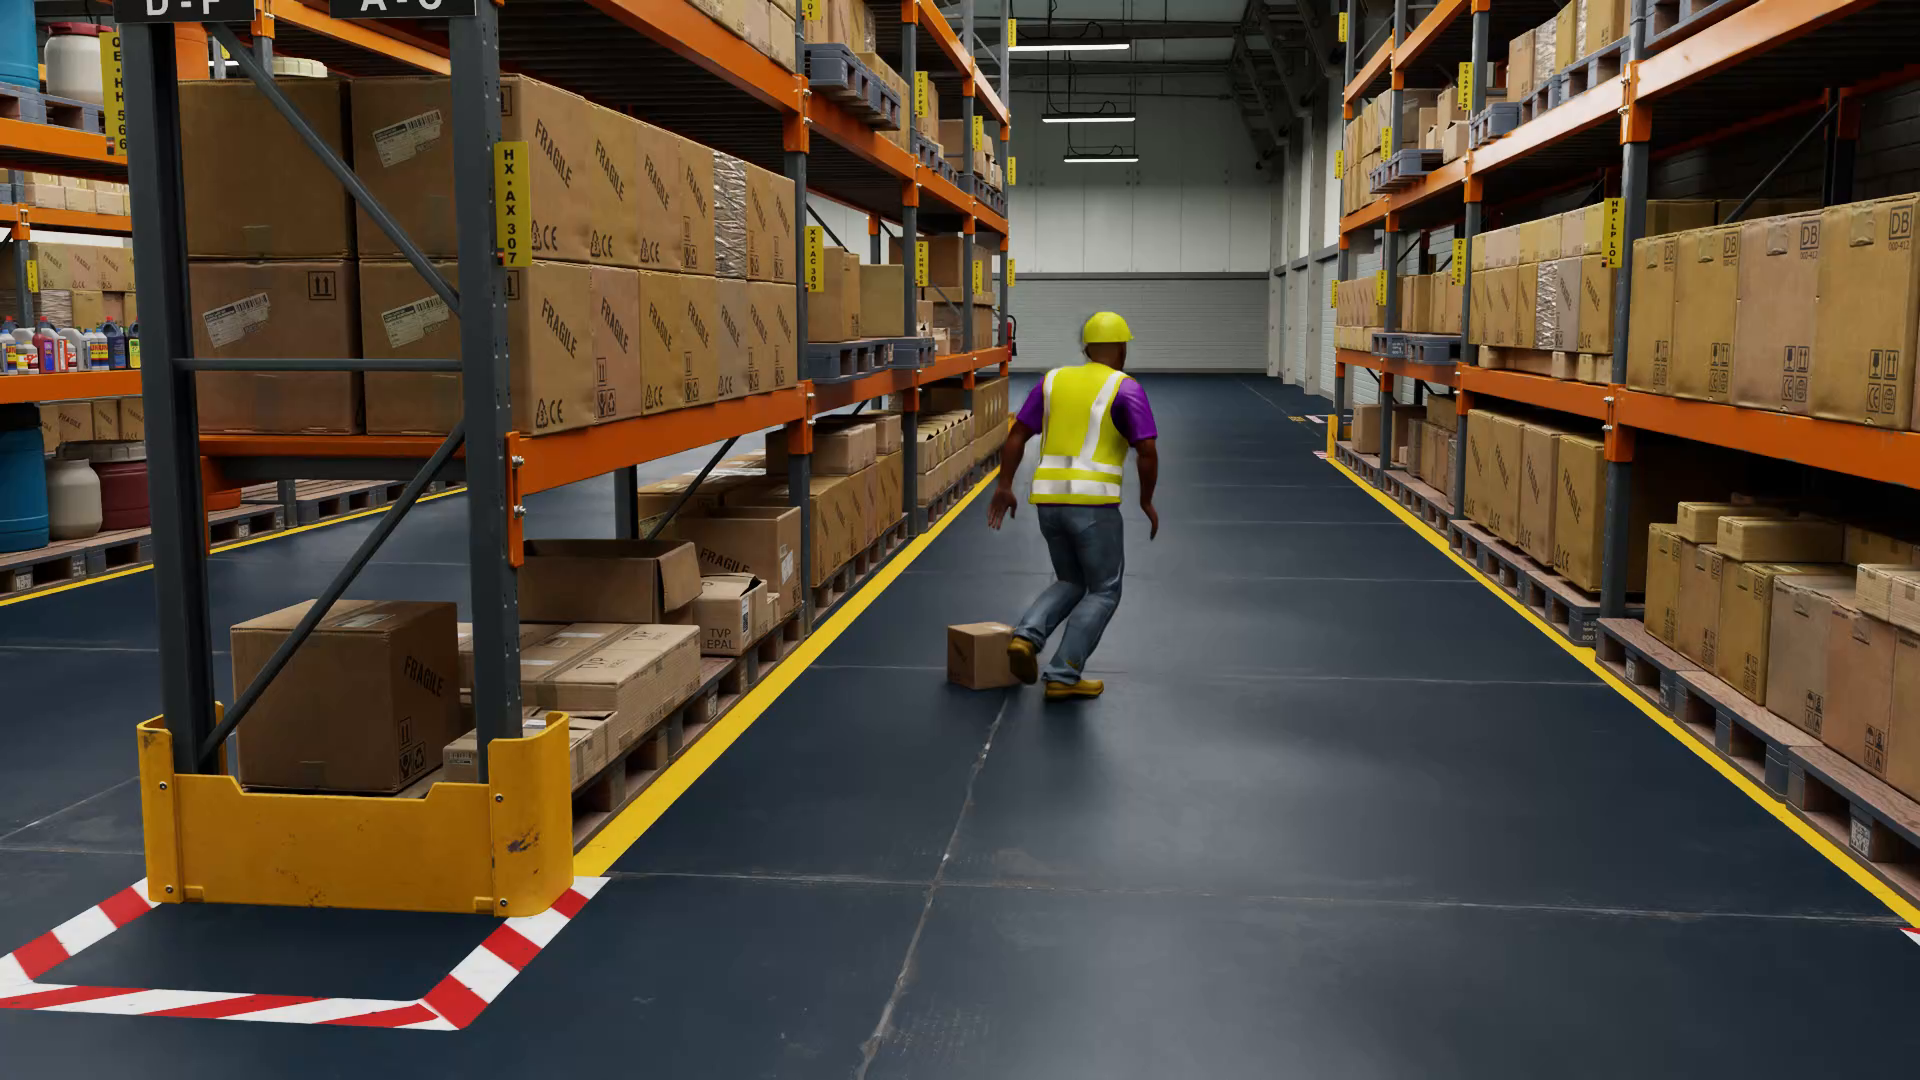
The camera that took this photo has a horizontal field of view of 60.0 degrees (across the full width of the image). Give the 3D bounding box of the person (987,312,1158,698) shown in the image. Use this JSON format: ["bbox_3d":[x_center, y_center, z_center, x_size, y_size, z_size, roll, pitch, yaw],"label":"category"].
[{"bbox_3d":[0.502,-0.162,7.286,0.698,1.665,0.735,-7,10,-42],"label":"person"}]
